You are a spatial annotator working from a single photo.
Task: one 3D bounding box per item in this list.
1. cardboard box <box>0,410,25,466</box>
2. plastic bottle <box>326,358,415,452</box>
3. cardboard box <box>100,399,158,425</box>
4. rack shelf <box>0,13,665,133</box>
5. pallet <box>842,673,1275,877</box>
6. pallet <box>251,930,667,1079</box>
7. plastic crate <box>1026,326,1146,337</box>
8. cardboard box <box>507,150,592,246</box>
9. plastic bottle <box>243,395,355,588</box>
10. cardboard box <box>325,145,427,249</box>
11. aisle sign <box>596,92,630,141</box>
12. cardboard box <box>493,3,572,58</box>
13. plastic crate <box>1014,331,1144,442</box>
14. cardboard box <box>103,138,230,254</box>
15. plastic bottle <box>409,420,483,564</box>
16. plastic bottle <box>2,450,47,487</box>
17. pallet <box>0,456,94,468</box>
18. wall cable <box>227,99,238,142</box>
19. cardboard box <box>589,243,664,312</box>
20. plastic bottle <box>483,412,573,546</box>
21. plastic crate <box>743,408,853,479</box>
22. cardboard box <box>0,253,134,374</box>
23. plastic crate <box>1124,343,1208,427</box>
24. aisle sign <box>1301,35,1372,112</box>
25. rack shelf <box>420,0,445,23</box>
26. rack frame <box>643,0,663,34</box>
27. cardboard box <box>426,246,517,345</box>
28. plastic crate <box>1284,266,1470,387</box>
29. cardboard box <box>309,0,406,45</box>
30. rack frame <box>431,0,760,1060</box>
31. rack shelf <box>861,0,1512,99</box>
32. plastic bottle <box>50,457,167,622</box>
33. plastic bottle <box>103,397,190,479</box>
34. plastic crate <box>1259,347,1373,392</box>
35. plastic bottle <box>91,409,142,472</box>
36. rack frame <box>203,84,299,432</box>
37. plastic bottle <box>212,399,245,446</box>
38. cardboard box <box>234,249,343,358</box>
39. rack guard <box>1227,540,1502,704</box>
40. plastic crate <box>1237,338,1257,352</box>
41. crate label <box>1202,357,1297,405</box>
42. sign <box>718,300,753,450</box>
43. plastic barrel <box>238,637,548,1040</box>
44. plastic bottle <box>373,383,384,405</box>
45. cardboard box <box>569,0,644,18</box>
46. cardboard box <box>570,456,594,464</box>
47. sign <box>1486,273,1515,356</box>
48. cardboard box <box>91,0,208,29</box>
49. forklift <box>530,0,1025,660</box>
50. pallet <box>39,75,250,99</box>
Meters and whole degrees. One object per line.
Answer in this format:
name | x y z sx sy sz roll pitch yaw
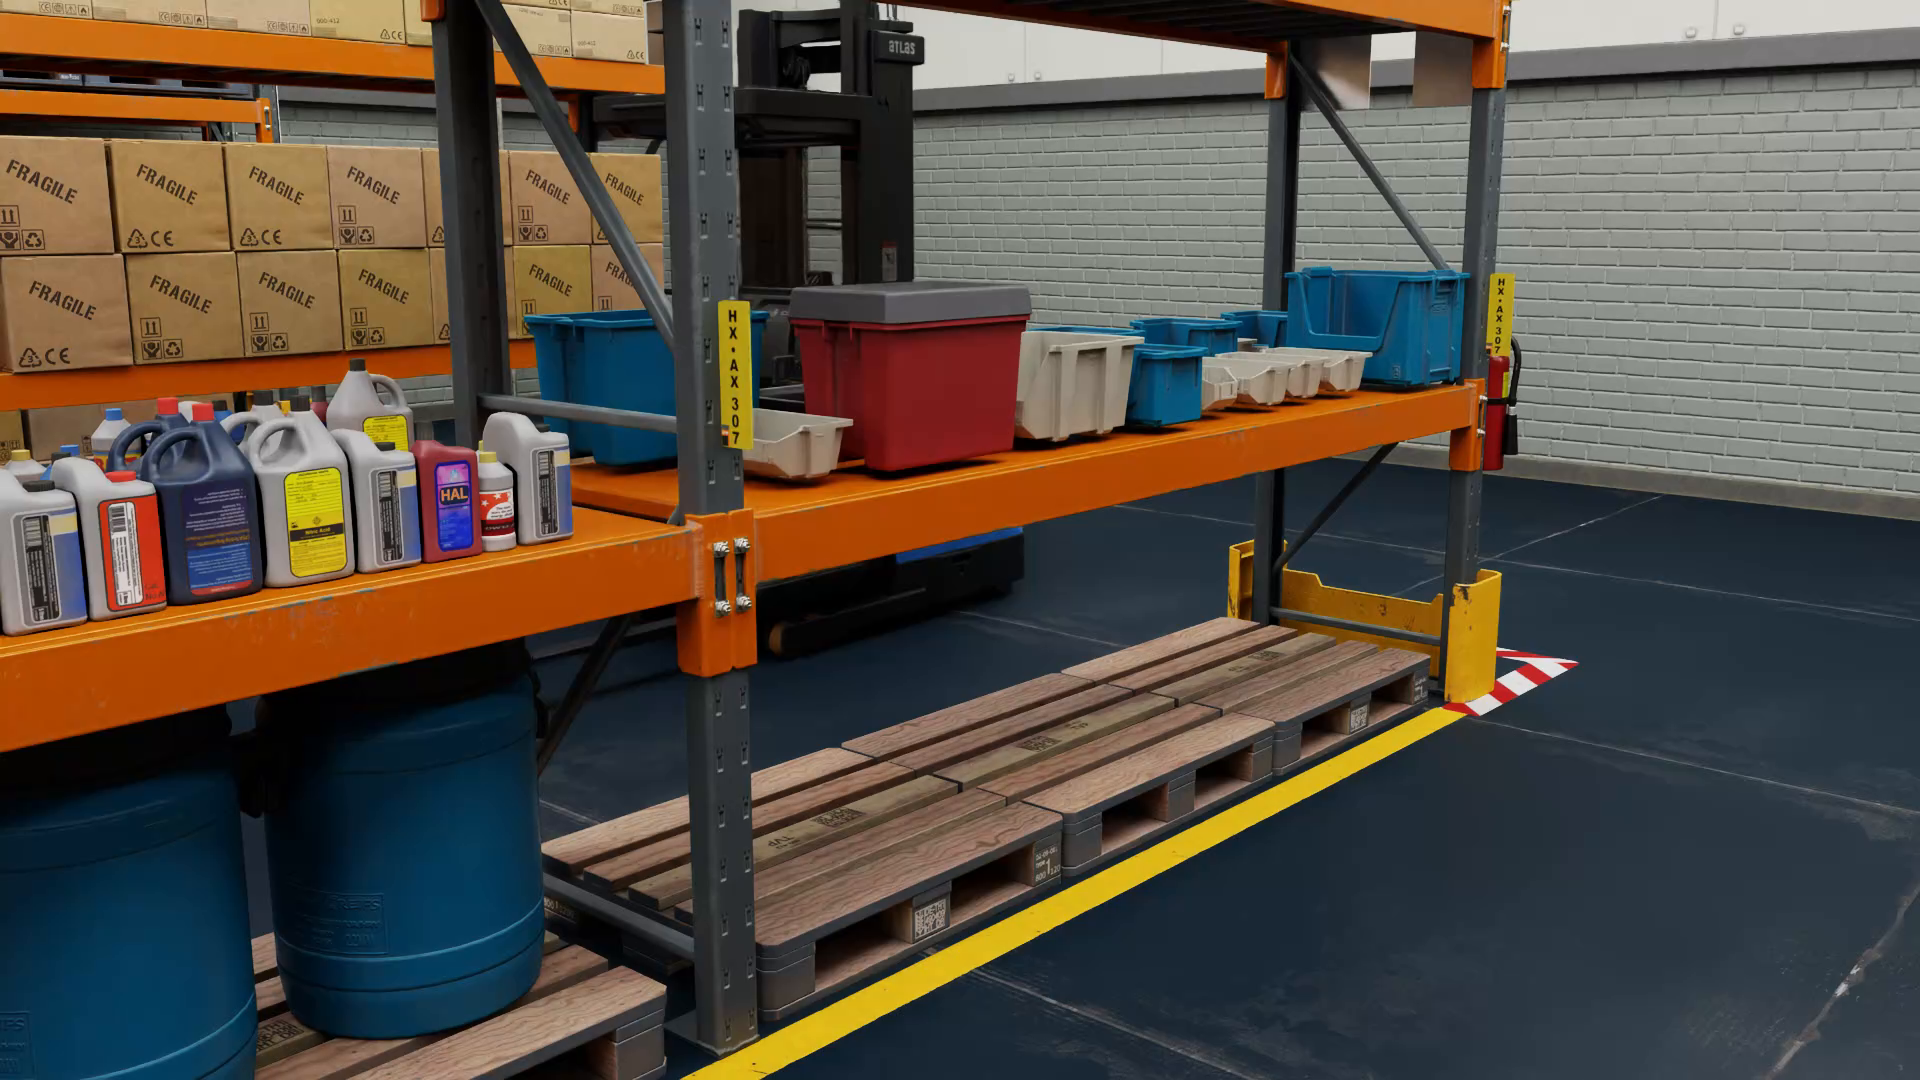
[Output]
cardboard box | -7.104 -0.806 11.900 0.700 0.500 0.500 10 15 42
plastic bottle | -1.410 -0.260 3.980 0.144 0.351 0.185 10 15 40
cardboard box | -6.426 -0.960 12.668 0.700 0.500 0.500 10 15 40
rack shelf | -3.305 -2.353 8.513 1.077 0.370 4.000 10 15 40
pallet | 0.354 0.774 5.797 1.003 0.211 1.213 10 15 40
pallet | -1.448 1.176 3.786 1.003 0.211 1.213 10 15 40
plastic crate | 0.454 -0.648 6.072 0.416 0.233 0.300 10 15 40
cardboard box | -2.405 -1.893 9.224 0.500 0.500 0.500 10 15 42
plastic bottle | -1.268 -0.098 3.170 0.144 0.351 0.185 10 15 40
cardboard box | -3.083 -1.741 8.460 0.500 0.500 0.500 10 15 42
aisle sign | -2.160 -2.852 10.196 0.394 0.787 0.004 10 15 40
cardboard box | -2.464 -2.745 9.020 0.500 0.250 0.500 10 15 40
plastic crate | 0.239 -0.472 5.065 0.437 0.282 0.530 10 15 40
cardboard box | -3.763 -1.589 7.701 0.500 0.500 0.500 9 15 39
plastic bottle | -1.043 -0.103 3.366 0.061 0.283 0.133 10 15 40
plastic bottle | -1.966 -0.088 3.499 0.097 0.201 0.097 0 11 0
pallet | -6.983 -0.495 12.153 1.003 0.211 1.213 10 15 40
wall cable | -5.574 -2.978 14.870 0.084 1.984 1.851 10 15 40
cardboard box | -2.076 -1.477 9.694 0.500 0.500 0.500 10 15 42
plastic bottle | -0.924 -0.139 3.567 0.152 0.276 0.135 10 15 40
plastic crate | -0.492 -0.250 4.324 0.396 0.136 0.243 10 15 40
cardboard box | -4.084 -1.030 7.453 0.500 0.500 0.500 10 15 42
plastic crate | 0.570 -0.500 5.332 0.416 0.233 0.300 10 15 40
aisle sign | 1.558 -2.212 6.991 0.394 0.787 0.004 10 15 40
rack shelf | -2.227 -1.124 2.358 1.077 0.370 4.000 10 15 40
rack frame | -1.985 -4.471 9.622 1.000 3.000 0.127 10 15 40
cardboard box | -2.749 -1.328 8.945 0.500 0.500 0.500 10 15 41
plastic crate | 1.653 -0.862 6.624 0.616 0.435 0.499 10 15 40
cardboard box | -3.127 -2.598 8.286 0.500 0.250 0.500 10 15 40
rack frame | -0.907 -0.300 4.054 1.000 3.000 0.127 10 15 40
rack shelf | 0.413 -1.712 5.304 1.077 0.370 4.000 10 15 40
plastic bottle | -1.498 -0.011 2.926 0.152 0.276 0.135 10 15 40
plastic bottle | -1.498 -0.090 3.127 0.144 0.351 0.185 10 15 40
plastic crate | 1.331 -0.645 6.303 0.396 0.136 0.243 10 15 40
plastic bottle | -1.837 -0.151 3.635 0.097 0.271 0.097 0 11 0
rack frame | -5.708 -2.169 13.414 1.000 3.000 0.127 10 15 40
plastic bottle | -1.684 -0.185 3.806 0.097 0.271 0.097 0 11 0
cardboard box | -3.417 -1.179 8.199 0.500 0.500 0.500 10 15 40
rack guard | 1.740 0.332 7.272 1.175 0.500 0.348 10 15 40
plastic crate | 1.049 -0.758 6.869 0.250 0.136 0.298 10 15 40
crate label | 0.963 -0.560 5.878 0.396 0.136 0.243 10 15 40
sign | -0.495 -0.364 3.670 0.100 0.325 0.005 10 15 40
plastic barrel | -1.279 0.601 3.829 0.600 0.901 0.708 10 15 40
plastic bottle | -1.470 -0.244 4.072 0.061 0.283 0.133 10 15 40
cardboard box | -2.133 -3.063 9.338 0.500 0.250 0.500 10 15 40
cardboard box | -2.159 -0.407 9.852 0.500 0.500 0.500 10 15 40
sign | 2.157 -0.900 6.640 0.100 0.325 0.005 10 15 40
cardboard box | -3.785 -2.451 7.548 0.500 0.250 0.500 10 15 40
forklift | -0.987 -1.012 7.795 1.130 2.935 3.031 9 15 39
pallet | -6.190 -3.486 12.575 1.003 0.211 1.213 10 15 40
